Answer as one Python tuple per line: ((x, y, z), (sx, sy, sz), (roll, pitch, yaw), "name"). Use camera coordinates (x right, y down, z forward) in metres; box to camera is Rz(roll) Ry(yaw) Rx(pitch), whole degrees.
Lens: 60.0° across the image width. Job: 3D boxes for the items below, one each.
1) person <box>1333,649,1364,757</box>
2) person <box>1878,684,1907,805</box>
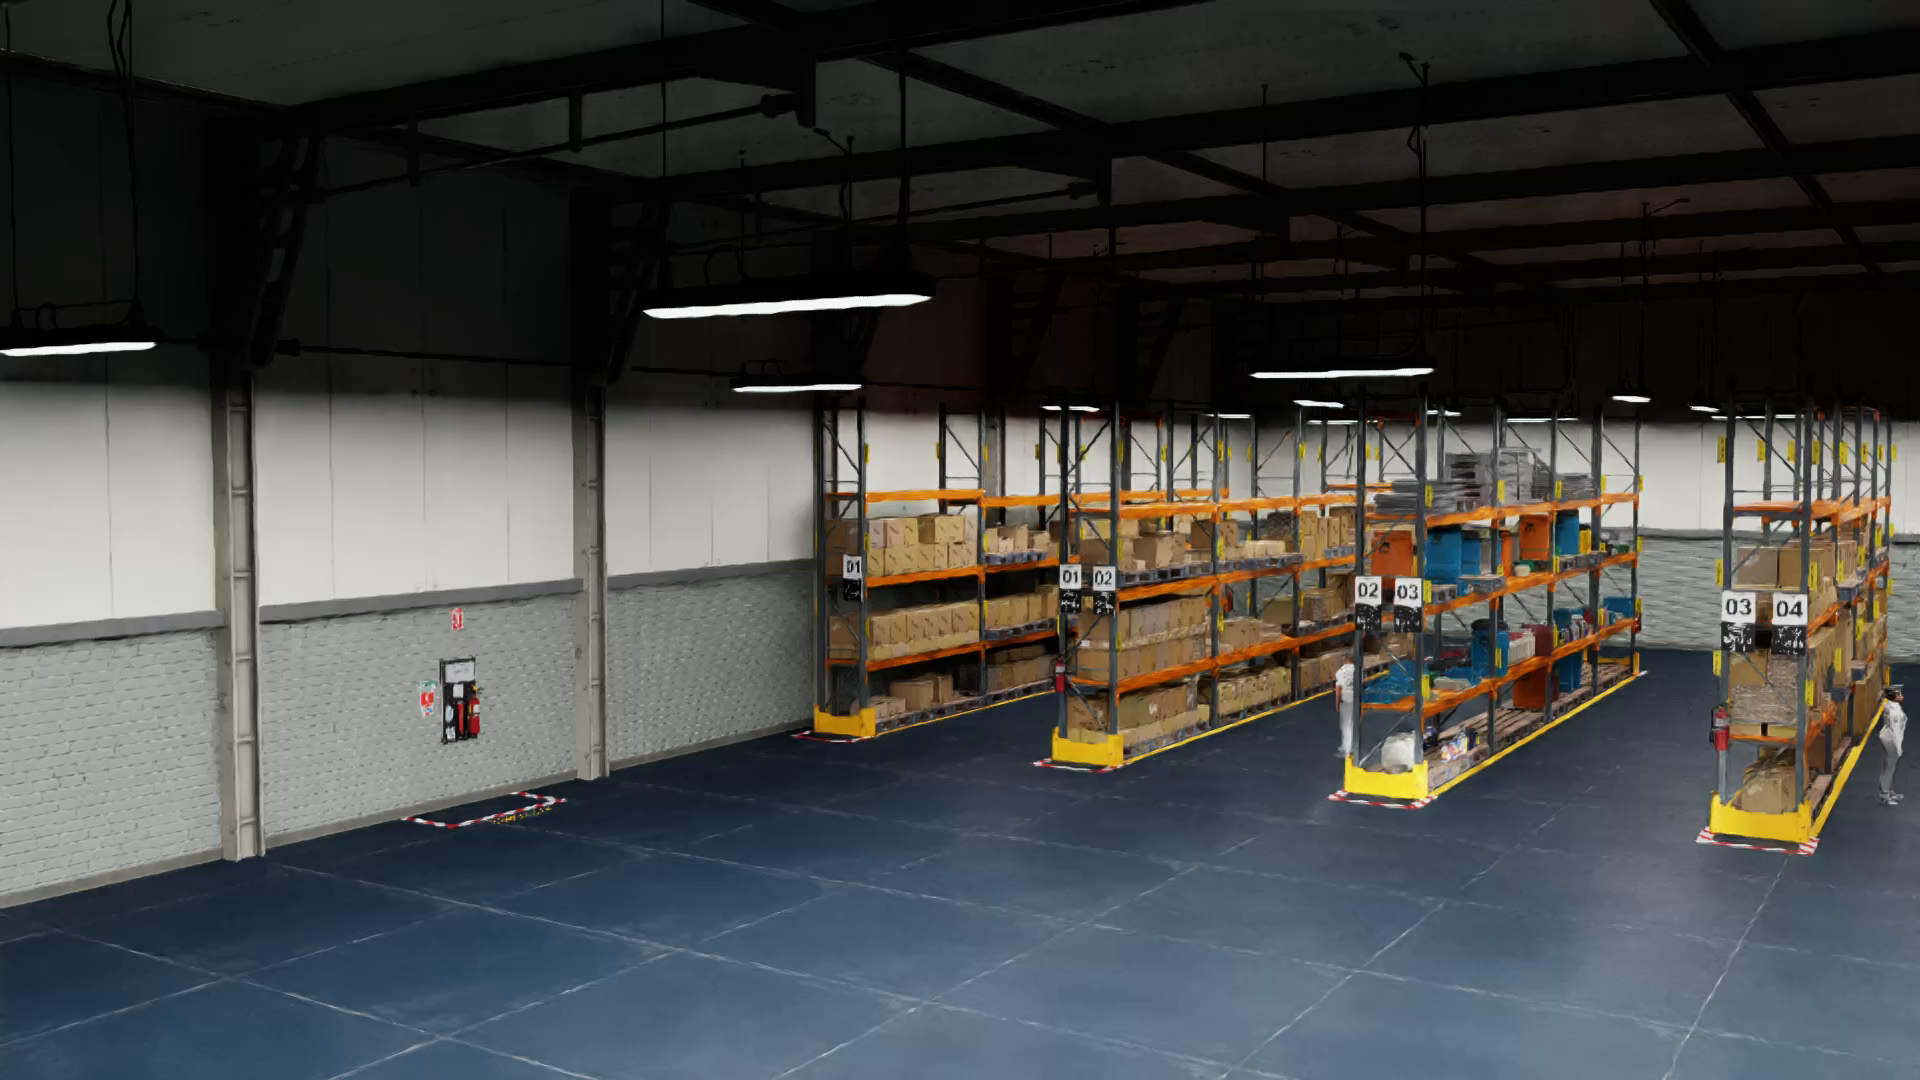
((6.382, 2.674, 27.431), (0.588, 1.758, 0.501), (-2, 3, -27), "person")
((13.328, 2.896, 23.759), (0.360, 1.688, 0.610), (1, 3, 20), "person")
